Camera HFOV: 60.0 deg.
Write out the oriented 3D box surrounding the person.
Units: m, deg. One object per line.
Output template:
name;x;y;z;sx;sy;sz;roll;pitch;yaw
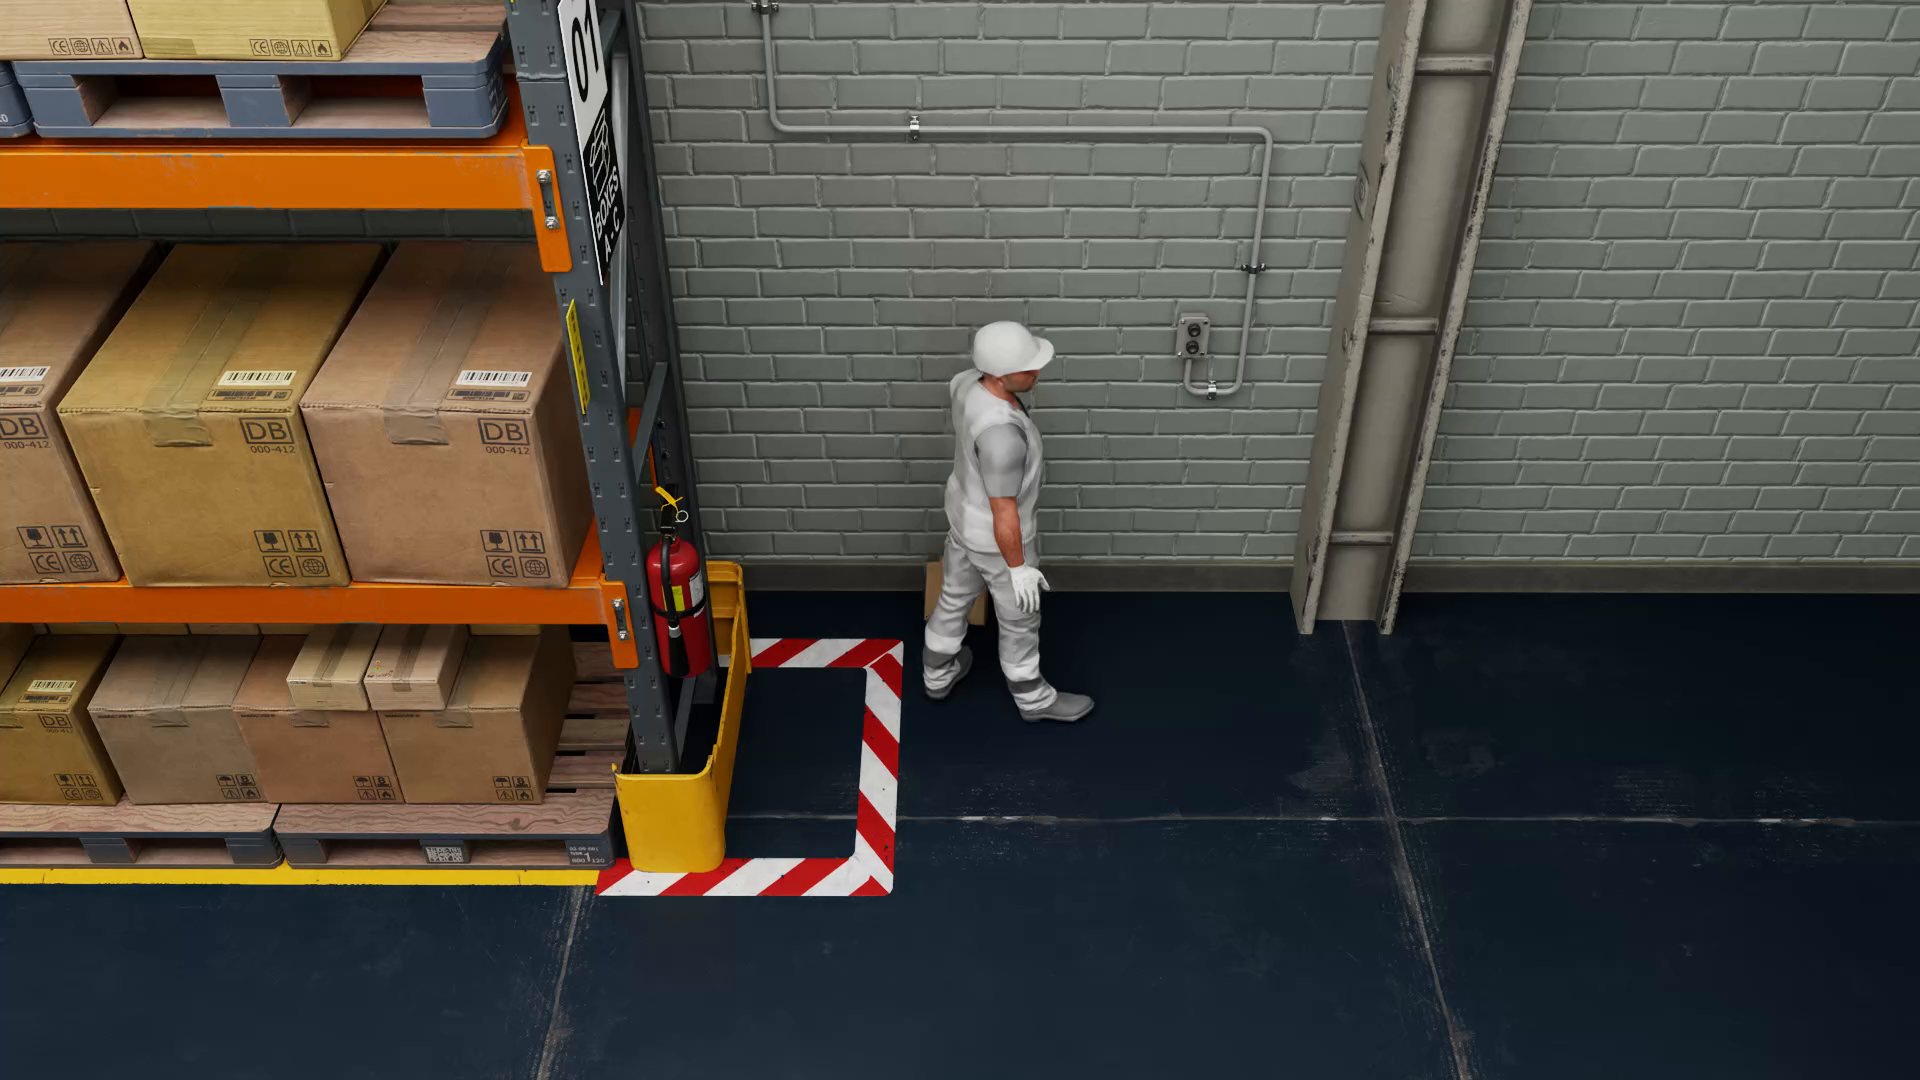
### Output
person;0.190;-0.035;6.163;0.628;1.789;0.666;-11;41;-13
